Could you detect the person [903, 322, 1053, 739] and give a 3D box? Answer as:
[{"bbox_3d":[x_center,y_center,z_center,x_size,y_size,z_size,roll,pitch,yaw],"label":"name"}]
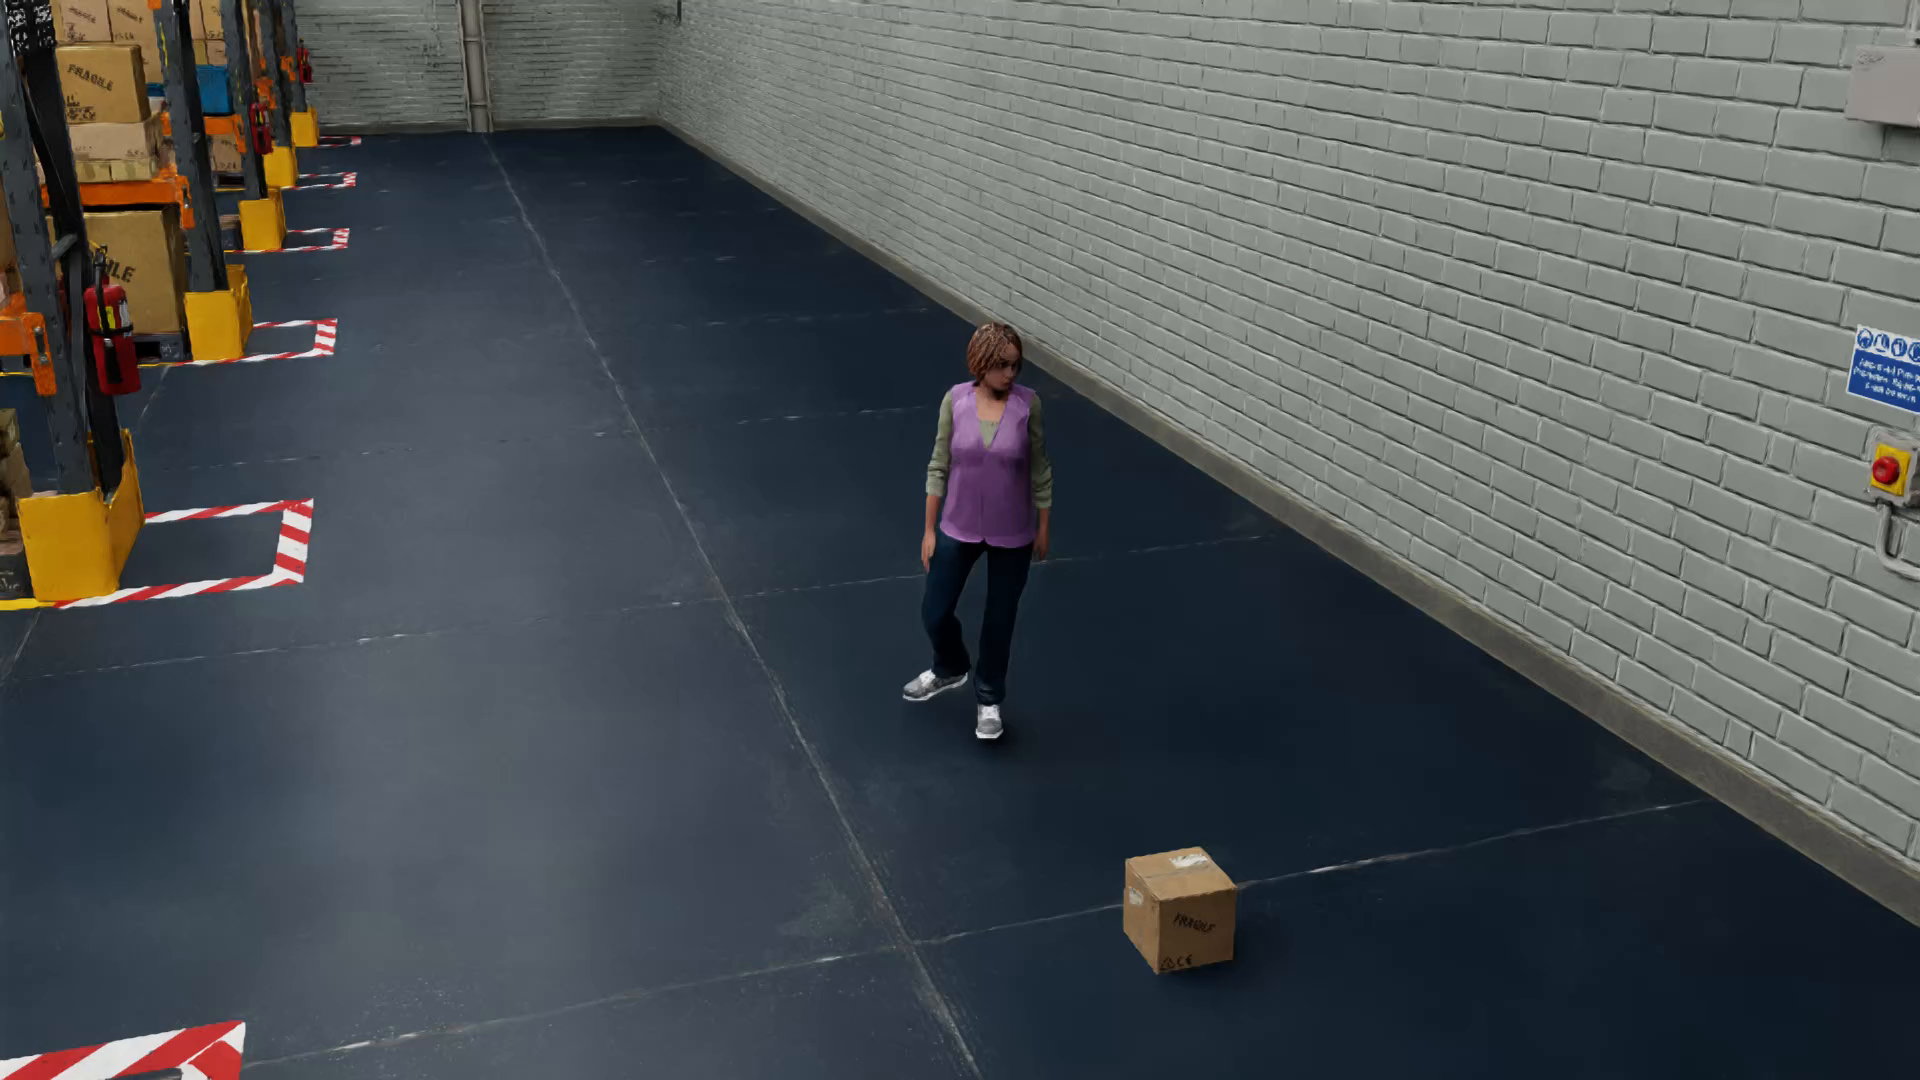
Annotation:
[{"bbox_3d":[0.048,-0.033,6.132,0.577,1.589,0.420,2,20,7],"label":"person"}]
